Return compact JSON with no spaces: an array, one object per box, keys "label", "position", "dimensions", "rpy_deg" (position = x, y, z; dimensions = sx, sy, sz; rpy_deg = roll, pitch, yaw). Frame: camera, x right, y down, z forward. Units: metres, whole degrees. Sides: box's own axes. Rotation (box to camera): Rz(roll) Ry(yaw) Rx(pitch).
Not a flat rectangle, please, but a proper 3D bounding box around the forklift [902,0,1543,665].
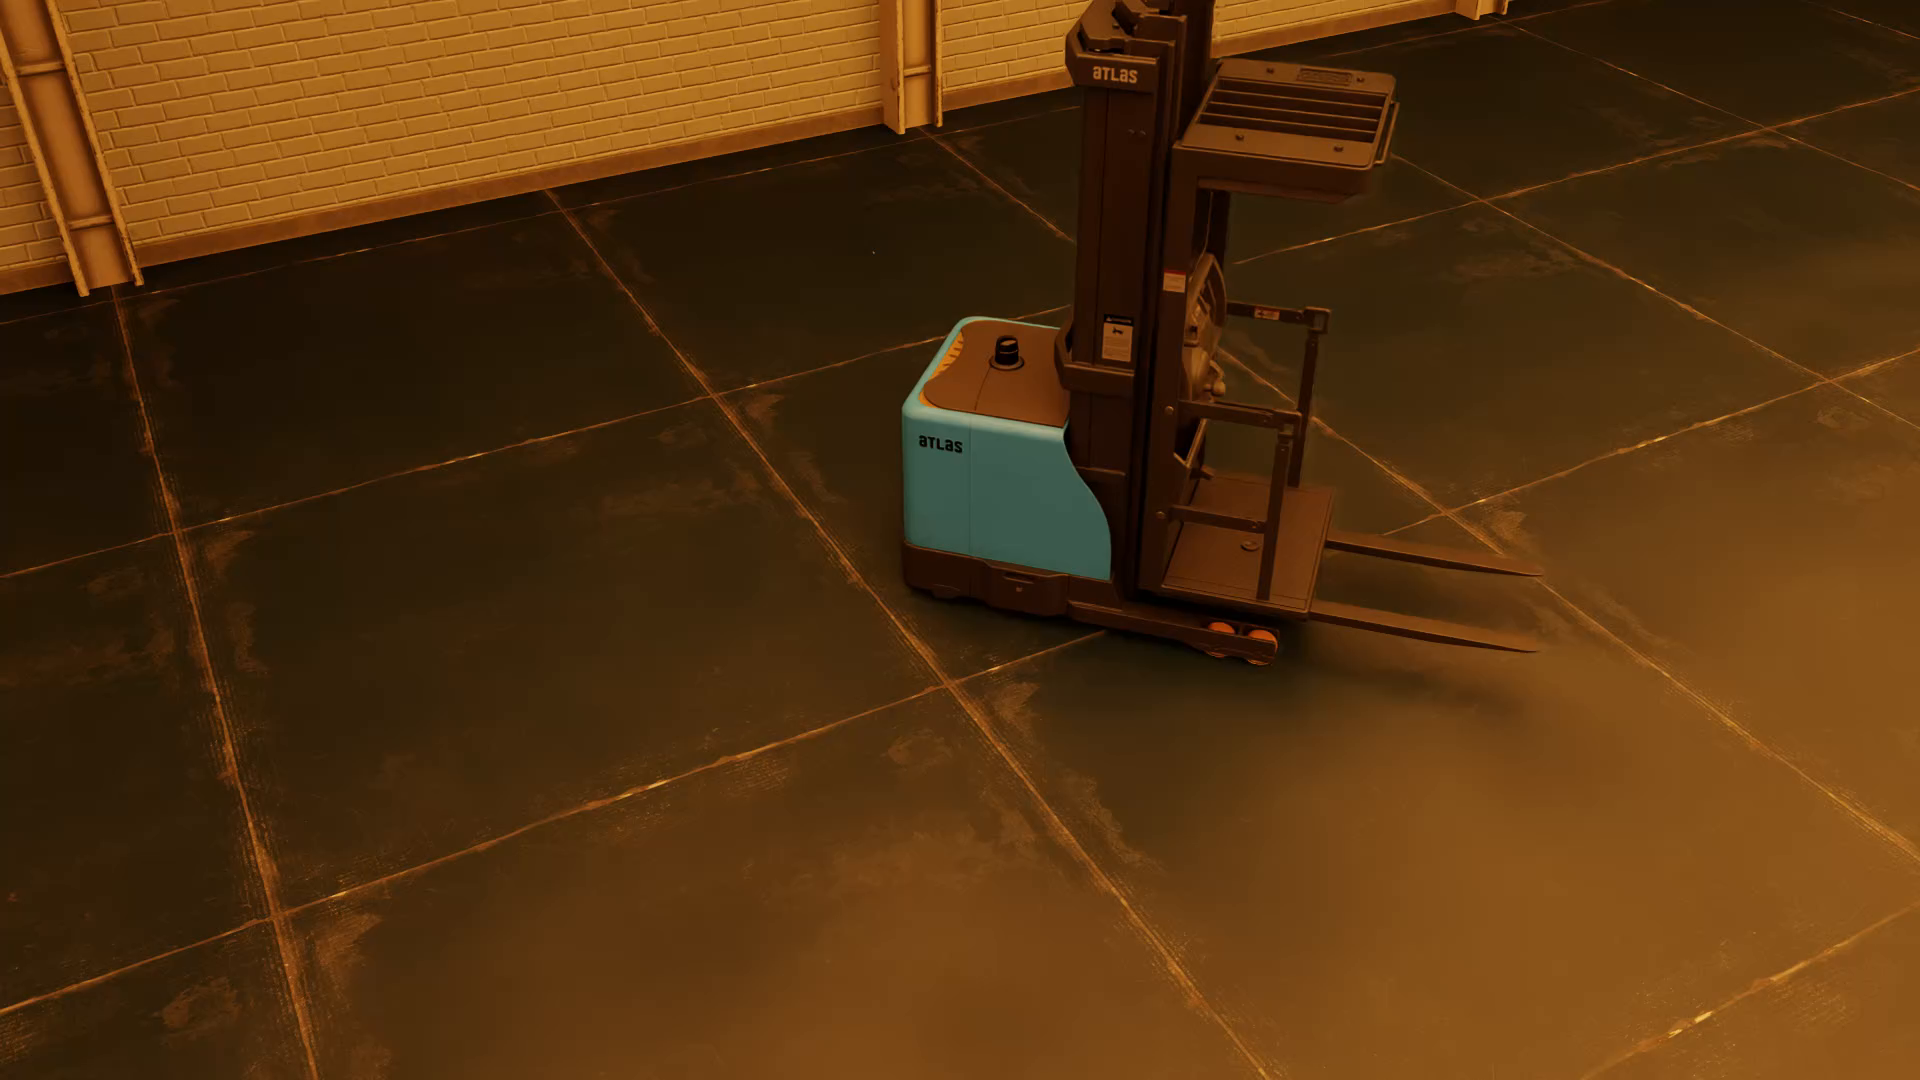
[{"label":"forklift","position":[1.289,-0.952,7.470],"dimensions":[3.031,2.935,1.130],"rpy_deg":[10,37,14]}]
